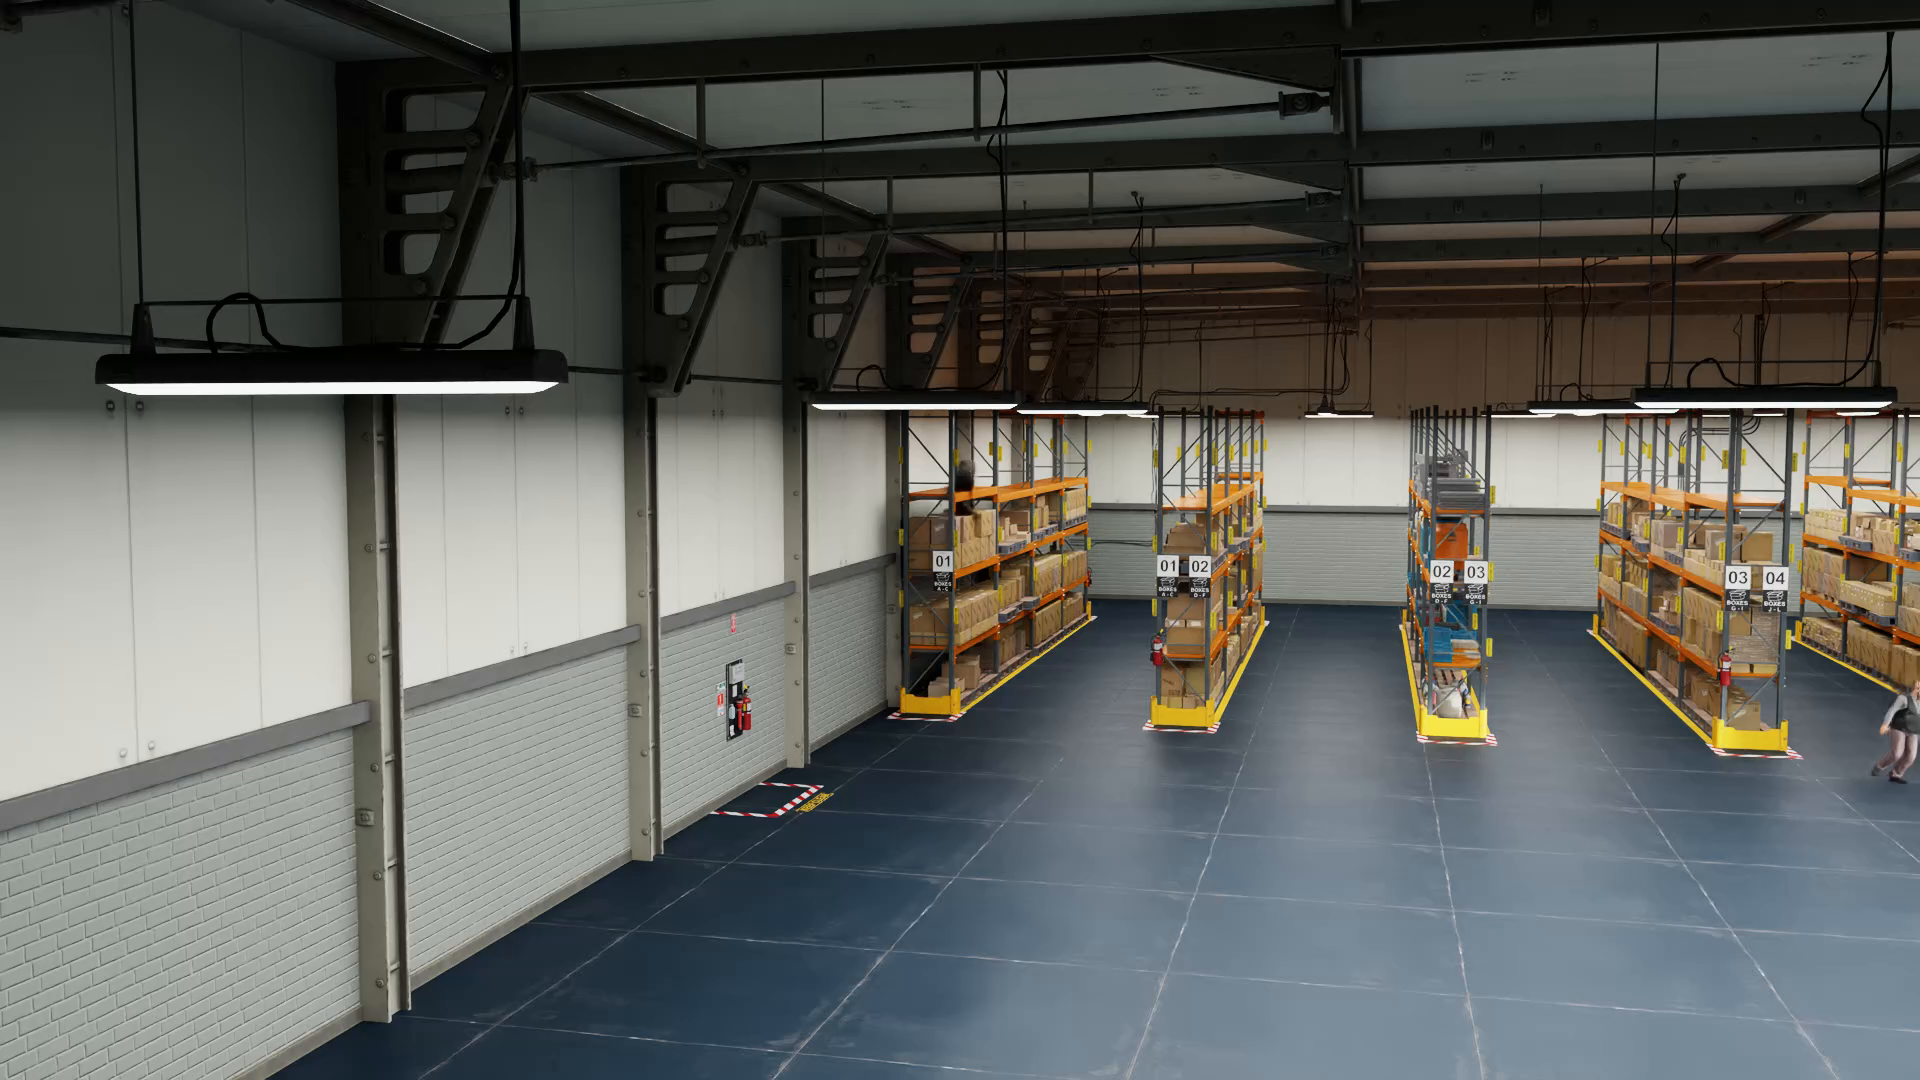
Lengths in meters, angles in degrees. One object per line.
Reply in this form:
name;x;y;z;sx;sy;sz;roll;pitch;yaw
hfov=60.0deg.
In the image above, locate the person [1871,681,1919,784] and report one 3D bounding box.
person;14.844;3.013;26.176;0.774;1.643;0.618;-1;4;-12
